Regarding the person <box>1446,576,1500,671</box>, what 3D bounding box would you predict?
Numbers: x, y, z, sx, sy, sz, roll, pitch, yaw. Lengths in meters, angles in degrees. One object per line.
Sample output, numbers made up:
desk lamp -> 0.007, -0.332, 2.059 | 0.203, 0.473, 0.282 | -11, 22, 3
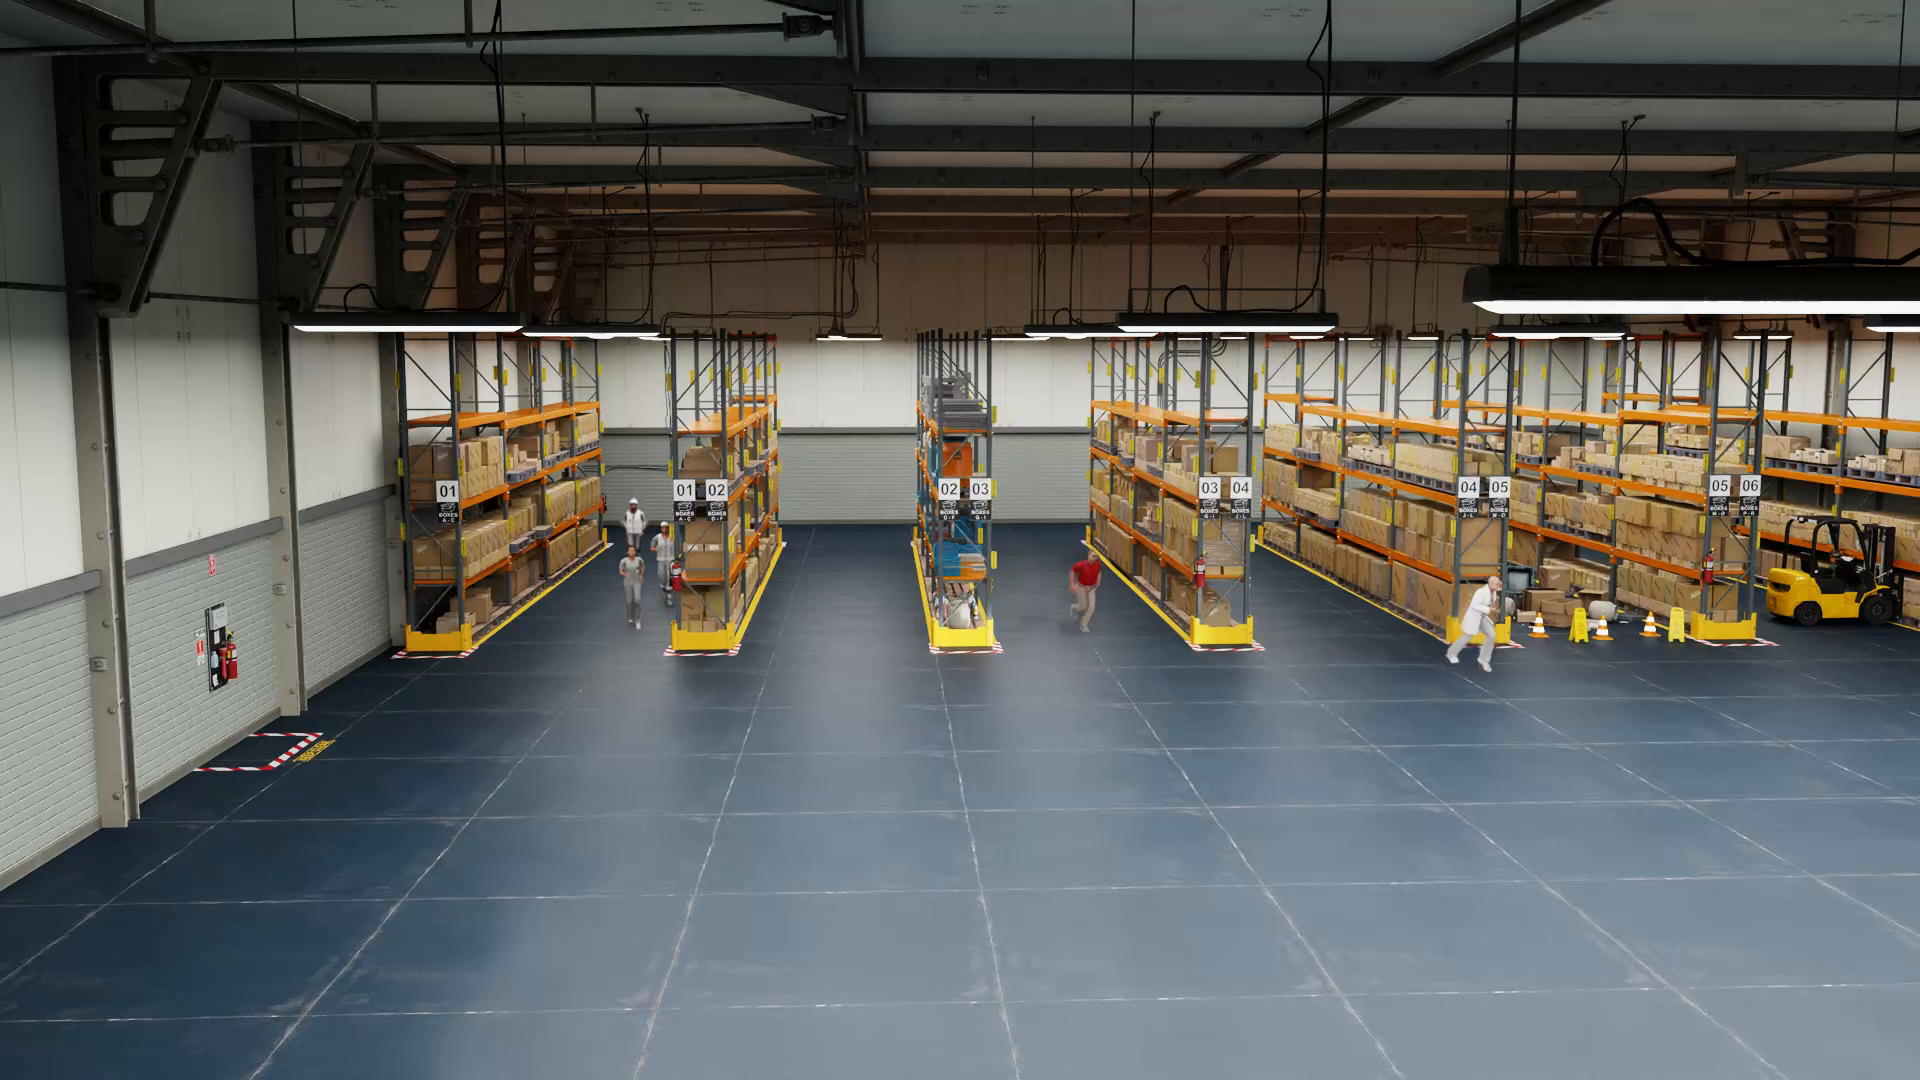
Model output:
person -> 9.102, 1.462, 29.407 | 0.753, 1.737, 1.072 | -6, 9, -40

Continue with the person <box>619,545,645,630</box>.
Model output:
person -> -6.633, 0.917, 33.649 | 0.507, 1.665, 0.791 | -1, 7, -10

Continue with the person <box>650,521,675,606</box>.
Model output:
person -> -6.495, 0.499, 36.664 | 0.642, 1.829, 0.850 | -1, 7, -9

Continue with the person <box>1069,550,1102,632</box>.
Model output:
person -> 2.494, 1.006, 33.308 | 0.658, 1.666, 0.773 | -4, 8, -32

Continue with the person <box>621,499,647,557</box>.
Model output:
person -> -8.438, -0.199, 43.080 | 0.660, 1.734, 0.599 | -1, 7, -5
